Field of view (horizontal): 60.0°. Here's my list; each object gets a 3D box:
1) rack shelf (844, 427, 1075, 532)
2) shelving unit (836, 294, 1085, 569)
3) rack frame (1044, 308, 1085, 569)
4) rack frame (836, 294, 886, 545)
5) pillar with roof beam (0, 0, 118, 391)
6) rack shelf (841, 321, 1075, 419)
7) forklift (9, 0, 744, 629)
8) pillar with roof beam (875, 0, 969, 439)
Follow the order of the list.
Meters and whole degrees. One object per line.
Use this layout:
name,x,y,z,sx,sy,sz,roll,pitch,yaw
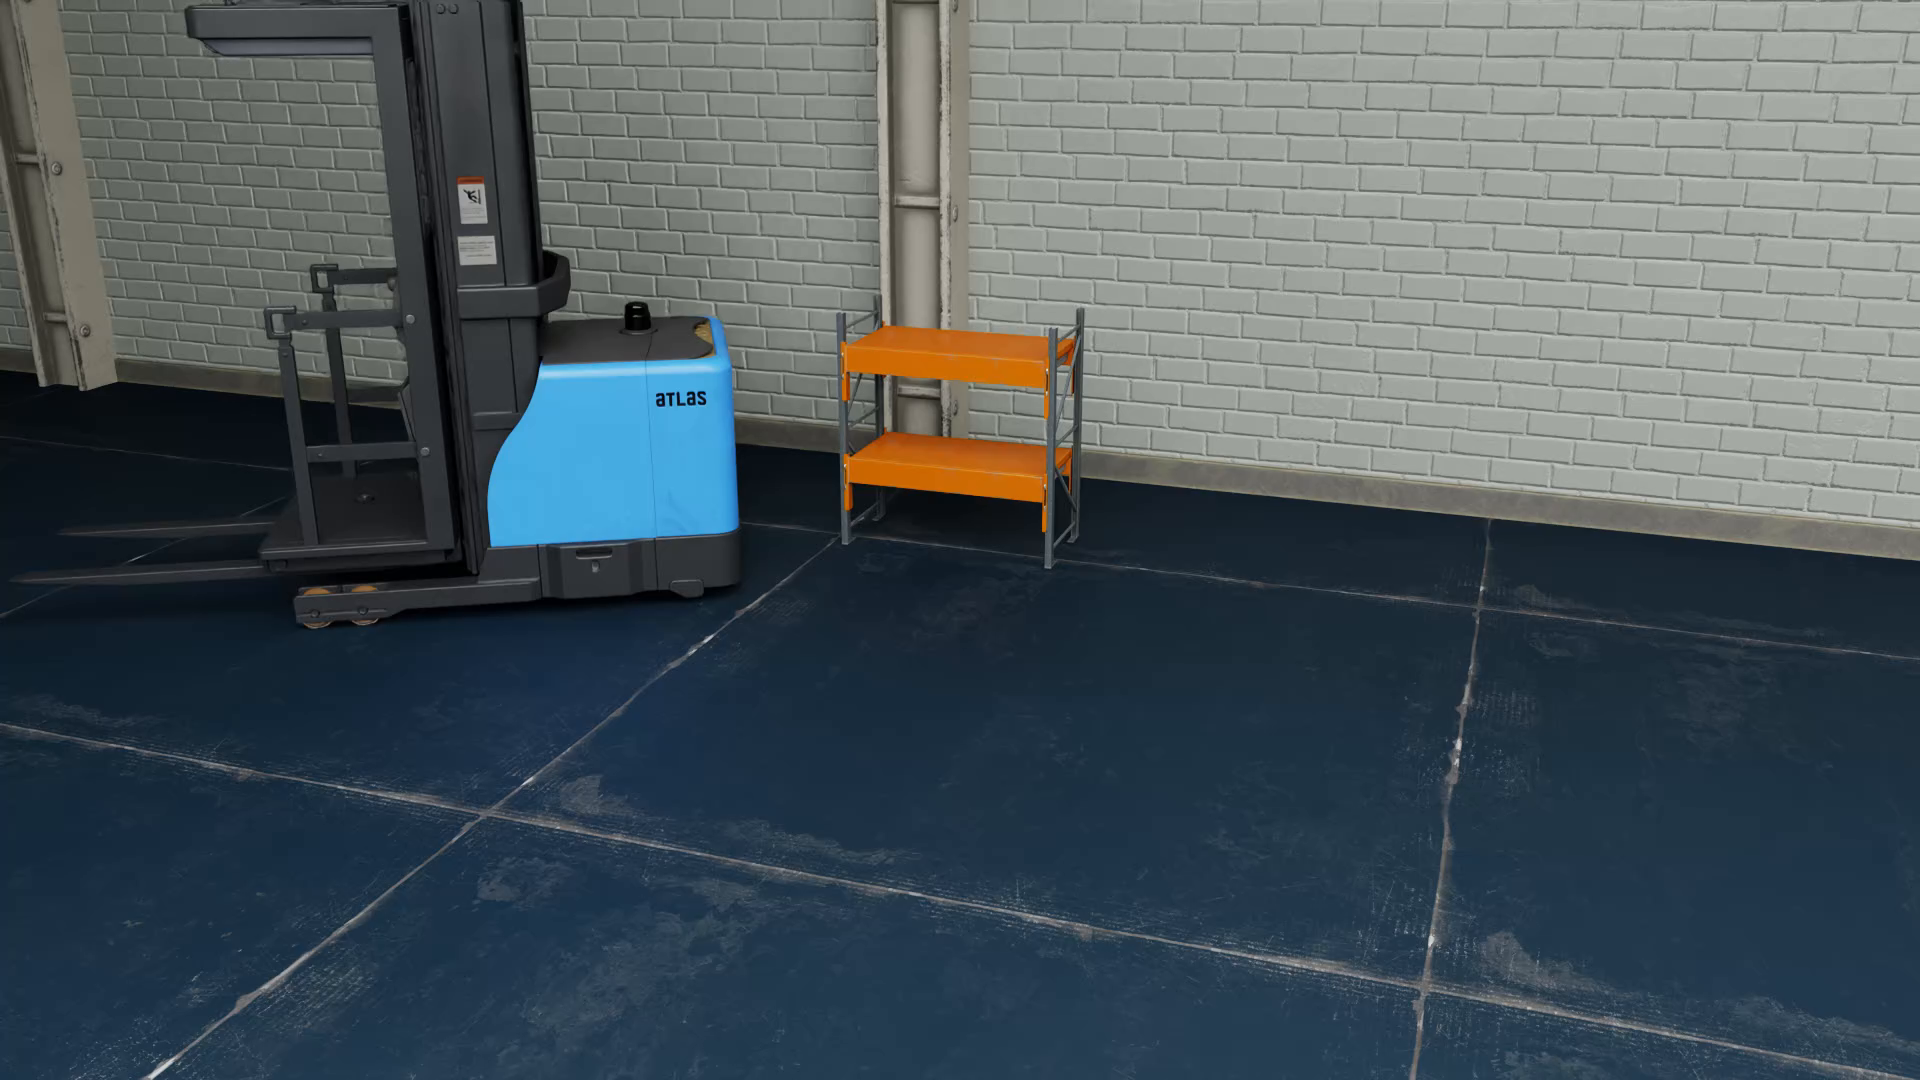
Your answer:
rack shelf,0.006,-0.300,7.969,1.000,0.278,0.538,7,20,18
shelving unit,0.006,-0.530,7.889,1.048,1.125,0.538,7,20,18
rack frame,0.487,-0.476,7.731,0.032,1.125,0.500,7,20,18
rack frame,-0.474,-0.585,8.047,0.032,1.125,0.500,7,20,18
pillar with roof beam,-7.270,-3.955,5.752,0.400,9.000,9.100,7,20,18
rack shelf,0.006,-0.807,7.793,1.000,0.278,0.538,7,20,18
forklift,-2.524,-1.199,7.064,3.031,2.935,1.130,-3,20,-10
pillar with roof beam,-1.602,-3.307,3.892,0.400,9.000,9.100,7,20,18
